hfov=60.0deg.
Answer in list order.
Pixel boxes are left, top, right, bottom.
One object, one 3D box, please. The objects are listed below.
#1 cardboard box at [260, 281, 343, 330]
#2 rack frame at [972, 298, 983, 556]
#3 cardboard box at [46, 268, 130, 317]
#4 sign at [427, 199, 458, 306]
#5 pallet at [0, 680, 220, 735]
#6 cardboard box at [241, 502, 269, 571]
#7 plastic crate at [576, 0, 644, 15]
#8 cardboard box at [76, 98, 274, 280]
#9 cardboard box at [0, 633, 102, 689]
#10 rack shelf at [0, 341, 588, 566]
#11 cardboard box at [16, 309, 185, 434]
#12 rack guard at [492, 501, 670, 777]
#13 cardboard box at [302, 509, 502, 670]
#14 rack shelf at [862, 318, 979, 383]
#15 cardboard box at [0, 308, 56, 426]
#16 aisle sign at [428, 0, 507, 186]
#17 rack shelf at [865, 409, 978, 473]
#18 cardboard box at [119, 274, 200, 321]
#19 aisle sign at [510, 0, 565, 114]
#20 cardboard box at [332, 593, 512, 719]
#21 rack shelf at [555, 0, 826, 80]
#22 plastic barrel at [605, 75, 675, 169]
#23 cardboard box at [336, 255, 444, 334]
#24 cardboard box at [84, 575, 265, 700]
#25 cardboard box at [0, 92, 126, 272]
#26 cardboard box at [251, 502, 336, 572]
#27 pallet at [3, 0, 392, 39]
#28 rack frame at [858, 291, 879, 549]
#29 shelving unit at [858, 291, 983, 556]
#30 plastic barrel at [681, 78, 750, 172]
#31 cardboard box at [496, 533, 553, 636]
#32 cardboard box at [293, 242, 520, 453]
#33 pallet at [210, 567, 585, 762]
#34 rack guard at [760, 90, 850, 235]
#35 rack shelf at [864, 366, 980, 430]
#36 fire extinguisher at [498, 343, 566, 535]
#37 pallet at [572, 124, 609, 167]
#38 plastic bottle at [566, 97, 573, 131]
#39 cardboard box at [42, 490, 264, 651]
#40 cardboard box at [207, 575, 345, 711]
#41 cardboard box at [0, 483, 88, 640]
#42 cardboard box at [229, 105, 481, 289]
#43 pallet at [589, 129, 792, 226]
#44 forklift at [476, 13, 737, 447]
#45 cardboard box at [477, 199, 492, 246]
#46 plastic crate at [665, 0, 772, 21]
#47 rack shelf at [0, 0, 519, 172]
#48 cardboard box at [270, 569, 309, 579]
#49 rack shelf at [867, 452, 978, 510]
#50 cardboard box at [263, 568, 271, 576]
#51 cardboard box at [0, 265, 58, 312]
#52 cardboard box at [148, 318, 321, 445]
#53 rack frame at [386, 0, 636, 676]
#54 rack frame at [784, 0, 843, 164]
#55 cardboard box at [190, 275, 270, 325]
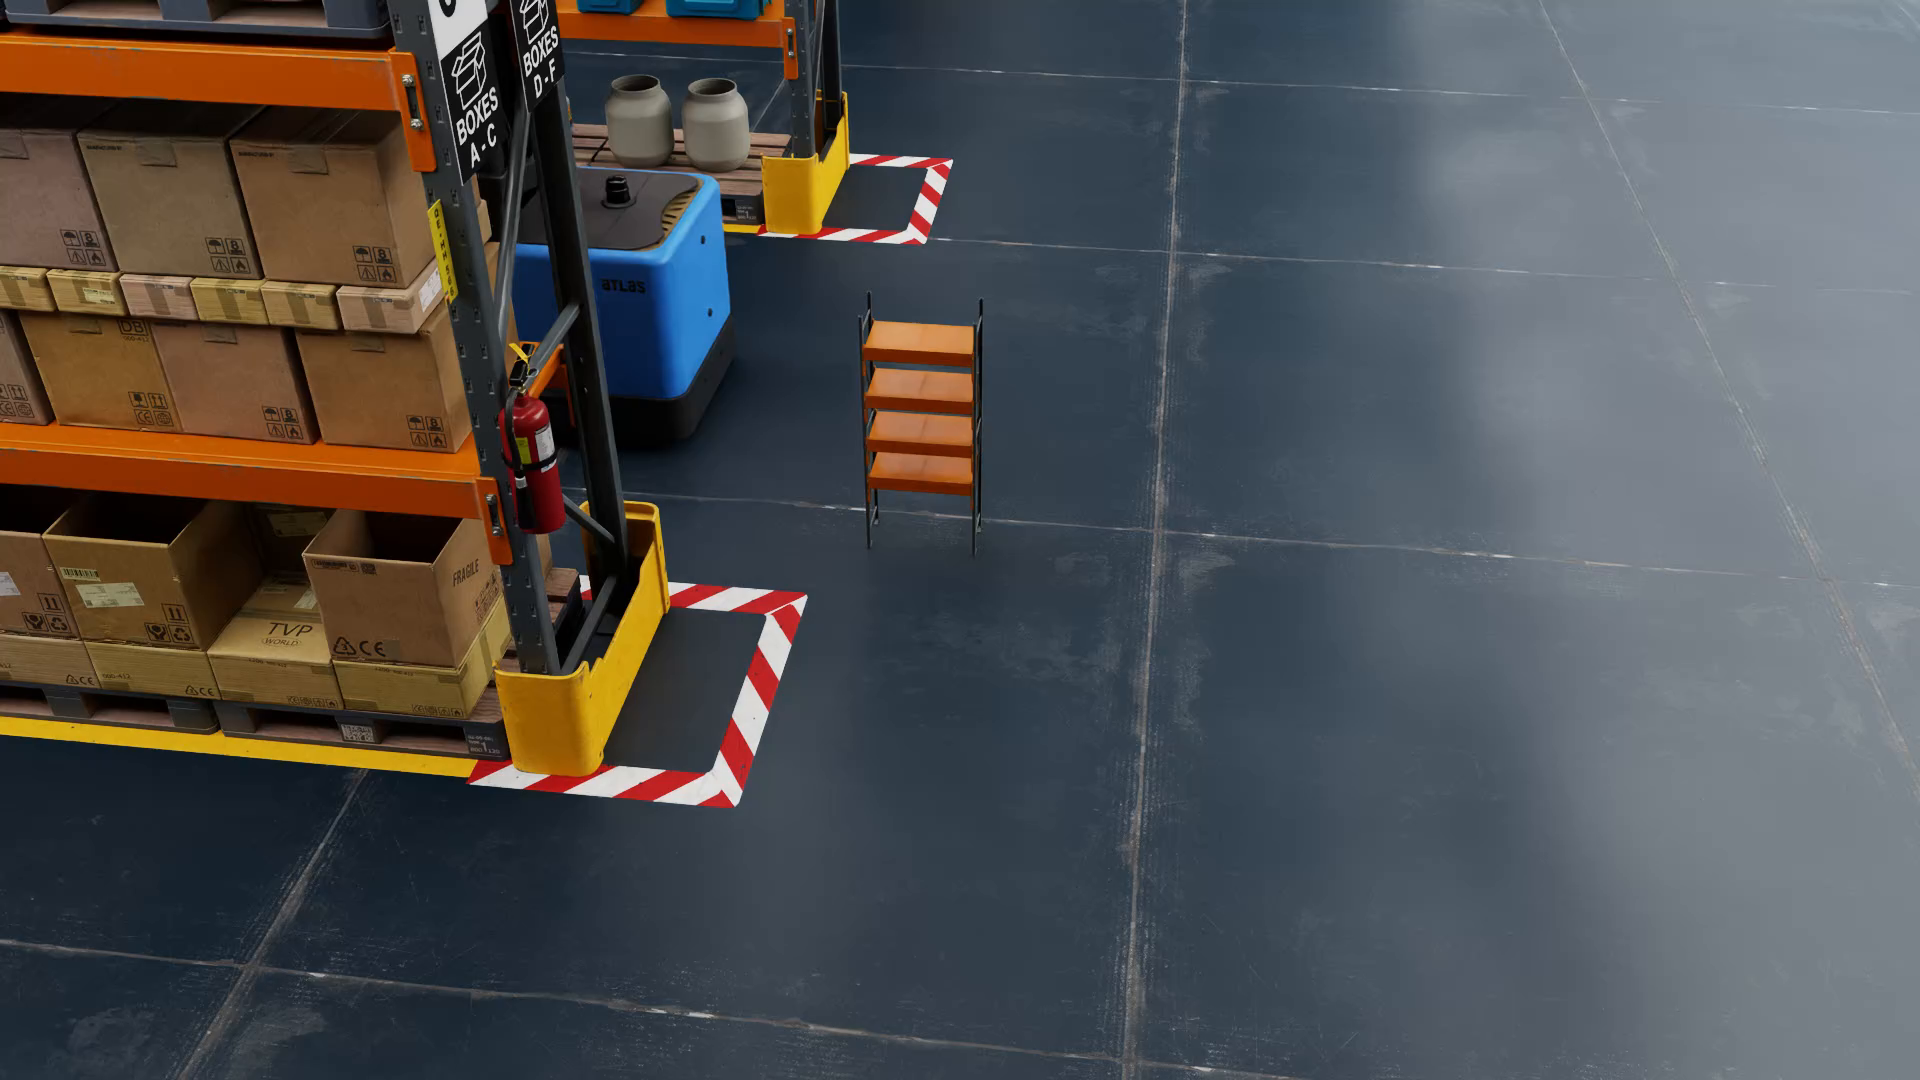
[{"bbox_3d":[-2.205,-0.888,5.767,0.250,0.149,0.380,5,36,7],"label":"cardboard box"},{"bbox_3d":[0.078,-0.483,7.393,0.015,1.200,0.240,4,36,6],"label":"rack frame"},{"bbox_3d":[-2.968,-0.946,5.848,0.250,0.149,0.380,5,36,7],"label":"cardboard box"},{"bbox_3d":[-1.624,-0.902,5.231,0.005,0.325,0.100,4,36,6],"label":"sign"},{"bbox_3d":[-3.512,0.365,7.057,1.213,0.211,1.003,4,36,6],"label":"pallet"},{"bbox_3d":[-3.039,-0.236,6.859,0.500,0.500,0.500,4,36,6],"label":"cardboard box"},{"bbox_3d":[-2.085,-3.355,9.997,0.408,0.251,0.499,4,36,6],"label":"plastic crate"},{"bbox_3d":[-2.578,-1.296,5.781,0.500,0.500,0.700,3,36,5],"label":"cardboard box"},{"bbox_3d":[-3.600,0.329,6.713,0.500,0.250,0.500,4,36,6],"label":"cardboard box"},{"bbox_3d":[-3.525,-0.501,6.489,4.000,0.370,1.077,4,36,6],"label":"rack shelf"},{"bbox_3d":[-3.016,-0.805,6.209,0.500,0.500,0.700,4,36,6],"label":"cardboard box"},{"bbox_3d":[-1.518,0.373,6.797,0.348,0.500,1.175,4,36,6],"label":"rack guard"},{"bbox_3d":[-2.111,0.129,6.347,0.500,0.500,0.500,4,36,6],"label":"cardboard box"},{"bbox_3d":[-0.164,-0.820,7.190,0.480,0.148,0.258,4,36,6],"label":"rack shelf"},{"bbox_3d":[-3.539,-0.842,6.261,0.500,0.500,0.700,5,36,7],"label":"cardboard box"},{"bbox_3d":[-1.514,-1.530,5.074,0.004,0.787,0.394,4,36,6],"label":"aisle sign"},{"bbox_3d":[-0.164,-0.446,7.458,0.480,0.148,0.258,4,36,6],"label":"rack shelf"},{"bbox_3d":[-2.707,-0.927,5.822,0.250,0.149,0.380,5,36,7],"label":"cardboard box"},{"bbox_3d":[-1.437,-1.876,5.558,0.004,0.787,0.394,4,36,6],"label":"aisle sign"},{"bbox_3d":[-2.111,0.433,6.567,0.500,0.250,0.500,4,36,6],"label":"cardboard box"},{"bbox_3d":[-2.891,-3.355,10.488,4.000,0.370,1.077,4,36,6],"label":"rack shelf"},{"bbox_3d":[-2.067,-2.700,10.731,0.421,0.512,0.421,0,36,0],"label":"plastic barrel"},{"bbox_3d":[-1.945,-0.869,5.741,0.250,0.149,0.380,4,36,5],"label":"cardboard box"},{"bbox_3d":[-3.105,0.367,6.659,0.500,0.250,0.500,4,36,6],"label":"cardboard box"},{"bbox_3d":[-3.078,-1.333,5.833,0.500,0.500,0.700,4,36,6],"label":"cardboard box"},{"bbox_3d":[-2.541,-0.207,6.817,0.500,0.500,0.500,4,36,6],"label":"cardboard box"},{"bbox_3d":[-2.239,-1.898,5.322,1.213,0.211,1.003,4,36,6],"label":"pallet"},{"bbox_3d":[-0.406,-0.519,7.444,0.015,1.200,0.240,4,36,6],"label":"rack frame"},{"bbox_3d":[-0.164,-0.501,7.419,0.503,1.200,0.258,4,36,6],"label":"shelving unit"},{"bbox_3d":[-1.569,-2.663,10.679,0.421,0.512,0.421,0,36,0],"label":"plastic barrel"},{"bbox_3d":[-2.045,0.134,6.985,0.500,0.250,0.500,4,36,6],"label":"cardboard box"},{"bbox_3d":[-2.003,-0.729,6.103,0.500,0.500,0.700,4,36,6],"label":"cardboard box"},{"bbox_3d":[-2.305,0.457,6.929,1.213,0.211,1.003,4,36,6],"label":"pallet"},{"bbox_3d":[-0.988,-2.461,10.768,0.348,0.500,1.175,4,36,6],"label":"rack guard"},{"bbox_3d":[-0.164,-0.628,7.328,0.480,0.148,0.258,4,36,6],"label":"rack shelf"},{"bbox_3d":[-1.483,-0.338,5.708,0.183,0.674,0.296,4,36,6],"label":"fire extinguisher"},{"bbox_3d":[-3.000,-2.498,11.069,1.213,0.211,1.003,4,36,6],"label":"pallet"},{"bbox_3d":[-2.665,-2.882,11.176,0.097,0.271,0.097,0,36,0],"label":"plastic bottle"},{"bbox_3d":[-3.105,0.063,6.439,0.500,0.500,0.500,4,36,6],"label":"cardboard box"},{"bbox_3d":[-2.608,0.403,6.609,0.500,0.250,0.500,4,36,6],"label":"cardboard box"},{"bbox_3d":[-3.601,0.026,6.492,0.500,0.500,0.500,4,36,6],"label":"cardboard box"},{"bbox_3d":[-2.055,-1.261,5.731,0.500,0.500,0.700,4,36,6],"label":"cardboard box"},{"bbox_3d":[-1.793,-2.406,10.940,1.213,0.211,1.003,4,36,6],"label":"pallet"},{"bbox_3d":[-2.780,-2.051,8.100,3.031,2.935,1.130,5,36,7],"label":"forklift"},{"bbox_3d":[-1.903,-1.104,6.070,0.250,0.149,0.380,4,36,6],"label":"cardboard box"},{"bbox_3d":[-1.441,-3.304,9.925,0.616,0.251,0.499,4,36,6],"label":"plastic crate"},{"bbox_3d":[-3.525,-1.722,5.618,4.000,0.370,1.077,4,36,6],"label":"rack shelf"},{"bbox_3d":[-2.541,0.100,7.034,0.500,0.250,0.500,4,36,6],"label":"cardboard box"},{"bbox_3d":[-0.164,-0.284,7.573,0.480,0.148,0.258,4,36,6],"label":"rack shelf"},{"bbox_3d":[-3.037,0.062,7.086,0.500,0.250,0.500,4,36,6],"label":"cardboard box"},{"bbox_3d":[-3.229,-0.964,5.874,0.250,0.149,0.380,5,36,7],"label":"cardboard box"},{"bbox_3d":[-2.524,-0.765,6.153,0.500,0.500,0.700,5,36,7],"label":"cardboard box"},{"bbox_3d":[-1.541,-0.646,6.073,0.127,3.000,1.000,4,36,6],"label":"rack frame"},{"bbox_3d":[-0.907,-3.500,10.072,0.127,3.000,1.000,4,36,6],"label":"rack frame"},{"bbox_3d":[-2.458,-0.907,5.794,0.250,0.149,0.380,4,36,5],"label":"cardboard box"}]
